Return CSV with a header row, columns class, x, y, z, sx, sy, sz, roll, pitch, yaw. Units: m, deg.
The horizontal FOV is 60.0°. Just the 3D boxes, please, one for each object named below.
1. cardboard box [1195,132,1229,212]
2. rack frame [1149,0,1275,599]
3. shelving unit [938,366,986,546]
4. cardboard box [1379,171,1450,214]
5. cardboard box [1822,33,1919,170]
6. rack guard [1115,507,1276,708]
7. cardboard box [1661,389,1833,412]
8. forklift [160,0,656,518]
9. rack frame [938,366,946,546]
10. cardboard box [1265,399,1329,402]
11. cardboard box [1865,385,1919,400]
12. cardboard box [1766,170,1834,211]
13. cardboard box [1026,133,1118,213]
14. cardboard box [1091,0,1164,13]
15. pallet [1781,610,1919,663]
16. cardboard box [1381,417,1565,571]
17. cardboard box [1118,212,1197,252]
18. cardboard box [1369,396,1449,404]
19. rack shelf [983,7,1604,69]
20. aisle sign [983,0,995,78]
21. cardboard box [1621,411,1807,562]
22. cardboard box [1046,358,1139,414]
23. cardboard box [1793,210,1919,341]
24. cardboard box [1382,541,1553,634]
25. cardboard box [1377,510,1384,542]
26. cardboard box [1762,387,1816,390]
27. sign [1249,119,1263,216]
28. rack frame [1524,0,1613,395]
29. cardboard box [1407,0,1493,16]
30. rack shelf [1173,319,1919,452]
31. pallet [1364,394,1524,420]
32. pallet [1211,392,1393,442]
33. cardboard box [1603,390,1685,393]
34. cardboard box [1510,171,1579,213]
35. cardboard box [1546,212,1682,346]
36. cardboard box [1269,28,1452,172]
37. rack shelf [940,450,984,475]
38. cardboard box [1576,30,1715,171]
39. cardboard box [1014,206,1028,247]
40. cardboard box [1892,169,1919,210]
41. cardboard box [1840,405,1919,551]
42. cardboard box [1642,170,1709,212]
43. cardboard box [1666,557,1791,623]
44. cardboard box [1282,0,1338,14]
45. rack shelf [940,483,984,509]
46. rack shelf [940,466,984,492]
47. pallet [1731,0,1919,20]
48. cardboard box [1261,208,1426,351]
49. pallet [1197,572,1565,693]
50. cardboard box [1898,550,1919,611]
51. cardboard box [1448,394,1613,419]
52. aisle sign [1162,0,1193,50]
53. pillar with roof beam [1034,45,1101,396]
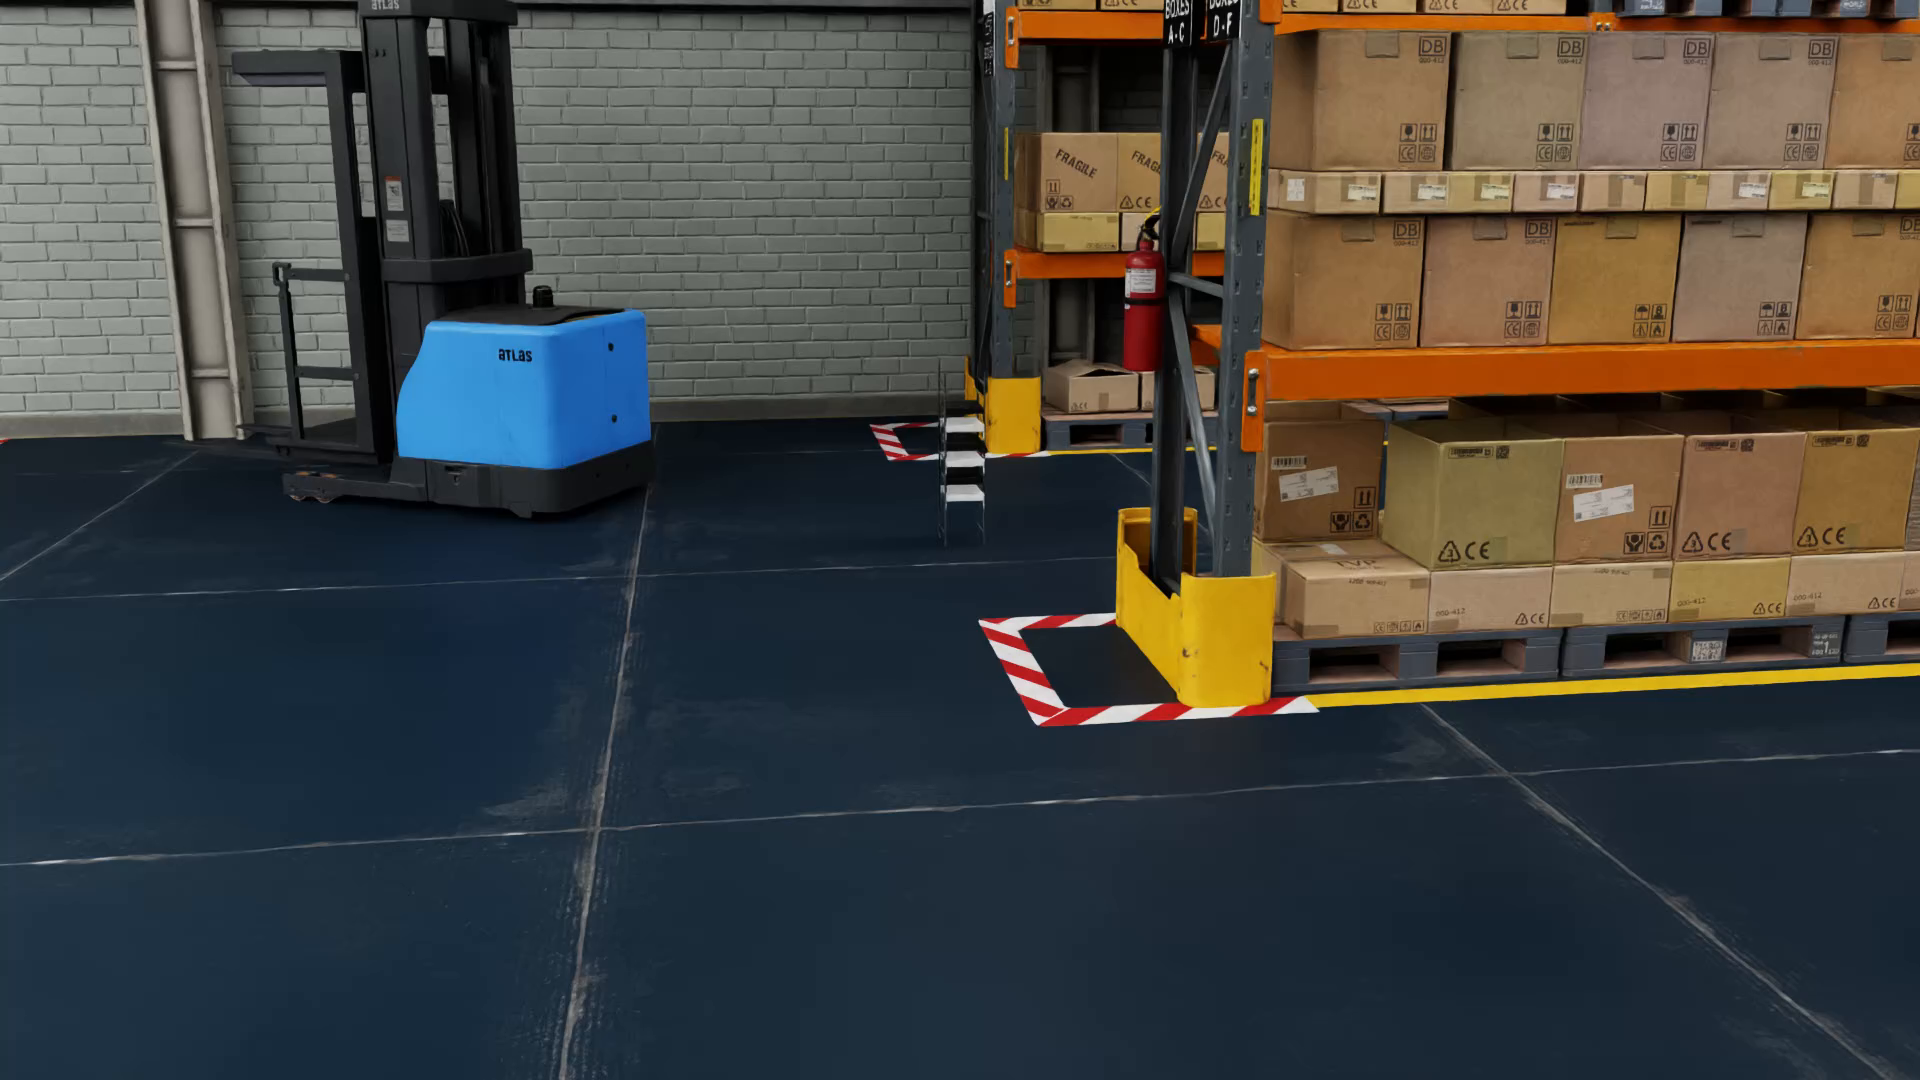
class,x,y,z,sx,sy,sz,roll,pitch,yaw
cardboard box,1.730,-2.442,11.017,0.500,0.500,0.500,-3,14,-10
rack frame,0.952,-0.972,6.431,0.127,3.000,1.000,-2,14,-8
shelving unit,0.008,-0.437,8.614,0.210,0.900,0.258,-2,14,-8
cardboard box,1.633,-1.308,6.231,0.250,0.149,0.380,-2,14,-10
cardboard box,3.475,-1.740,6.623,0.500,0.500,0.700,-2,14,-8
rack guard,0.929,0.241,6.731,0.348,0.500,1.175,-2,14,-8
cardboard box,3.414,-0.373,7.290,0.500,0.500,0.500,-2,14,-8
forklift,-3.378,-1.745,9.655,3.031,2.935,1.130,5,15,21
rack frame,-0.093,-0.433,8.599,0.006,0.900,0.240,-2,14,-8
cardboard box,2.205,-1.203,11.586,0.500,0.500,0.700,-3,14,-12
cardboard box,4.403,-0.409,7.434,0.500,0.500,0.500,-2,14,-8
cardboard box,3.153,-1.363,6.450,0.250,0.149,0.380,-2,14,-6
cardboard box,0.728,-2.409,10.887,0.500,0.500,0.500,-2,14,-8
cardboard box,1.115,-3.639,10.654,0.500,0.500,0.500,-1,14,-5
pallet,4.115,0.254,7.273,1.213,0.211,1.003,-2,14,-8
cardboard box,2.010,-0.190,6.561,0.500,0.500,0.500,-2,14,-8
cardboard box,1.252,-2.064,11.052,0.500,0.250,0.500,-3,14,-10
cardboard box,3.146,-1.262,11.822,0.500,0.500,0.500,-3,14,-13
rack shelf,2.188,-3.342,11.193,4.000,0.370,1.077,-2,14,-8
aisle sign,0.184,-3.350,10.567,0.004,0.787,0.394,-2,14,-8
cardboard box,2.999,-0.225,6.701,0.500,0.500,0.500,-2,14,-8
cardboard box,0.908,-1.076,11.469,0.500,0.311,0.500,-4,15,-15
cardboard box,3.453,-1.110,6.775,0.500,0.500,0.700,-2,14,-7
cardboard box,2.010,0.173,6.654,0.500,0.250,0.500,-2,14,-8
cardboard box,1.931,0.047,7.159,0.500,0.250,0.500,-2,14,-8
cardboard box,5.905,-1.379,12.290,0.500,0.500,0.700,-2,14,-8
sign,1.029,-1.296,5.783,0.005,0.325,0.100,-2,14,-8
rack frame,4.166,-2.308,11.760,0.127,3.000,1.000,-2,14,-8
cardboard box,3.202,-3.728,11.009,0.500,0.500,0.500,-3,14,-13
rack shelf,2.930,-0.695,6.807,4.000,0.370,1.077,-2,14,-8
pallet,3.507,-0.923,11.968,1.213,0.211,1.003,-2,14,-8
pallet,2.298,-0.878,11.788,1.213,0.211,1.003,-2,14,-8
cardboard box,4.891,-1.340,12.132,0.500,0.500,0.700,-2,14,-6
cardboard box,2.130,-1.325,6.300,0.250,0.149,0.380,-2,14,-9
cardboard box,2.426,-1.071,6.621,0.500,0.500,0.700,-2,14,-8
cardboard box,1.468,-1.665,6.324,0.500,0.500,0.700,-2,14,-8
rack shelf,0.008,-0.404,8.622,0.200,0.077,0.258,-2,14,-8
cardboard box,2.486,-1.704,6.479,0.500,0.500,0.700,-2,14,-8
cardboard box,0.644,-2.164,11.451,0.500,0.250,0.500,-2,14,-7
cardboard box,3.664,-1.382,6.528,0.250,0.149,0.380,-2,14,-9
cardboard box,3.986,-0.266,6.863,0.500,0.500,0.500,-2,14,-8
cardboard box,2.646,-1.345,6.378,0.250,0.149,0.380,-2,14,-9
cardboard box,2.999,0.138,6.794,0.500,0.250,0.500,-2,14,-8
cardboard box,2.154,-3.684,10.831,0.500,0.500,0.500,-1,14,-5
rack shelf,0.008,-0.230,8.665,0.200,0.077,0.258,-2,14,-8
rack shelf,0.008,-0.317,8.644,0.200,0.077,0.258,-2,14,-8
pallet,5.817,-3.707,11.557,1.003,0.211,1.213,-2,14,-8
cardboard box,1.416,-1.034,6.474,0.500,0.500,0.700,-2,14,-8
pallet,1.702,0.343,6.921,1.213,0.211,1.003,-2,14,-8
cardboard box,3.986,0.098,6.953,0.500,0.250,0.500,-2,14,-8
cardboard box,2.425,-0.336,7.144,0.500,0.500,0.500,-2,14,-8
aisle sign,0.844,-2.301,6.387,0.004,0.787,0.394,-2,14,-8
pillar with roof beam,1.415,-4.271,7.254,0.400,9.000,9.100,-2,14,-8
